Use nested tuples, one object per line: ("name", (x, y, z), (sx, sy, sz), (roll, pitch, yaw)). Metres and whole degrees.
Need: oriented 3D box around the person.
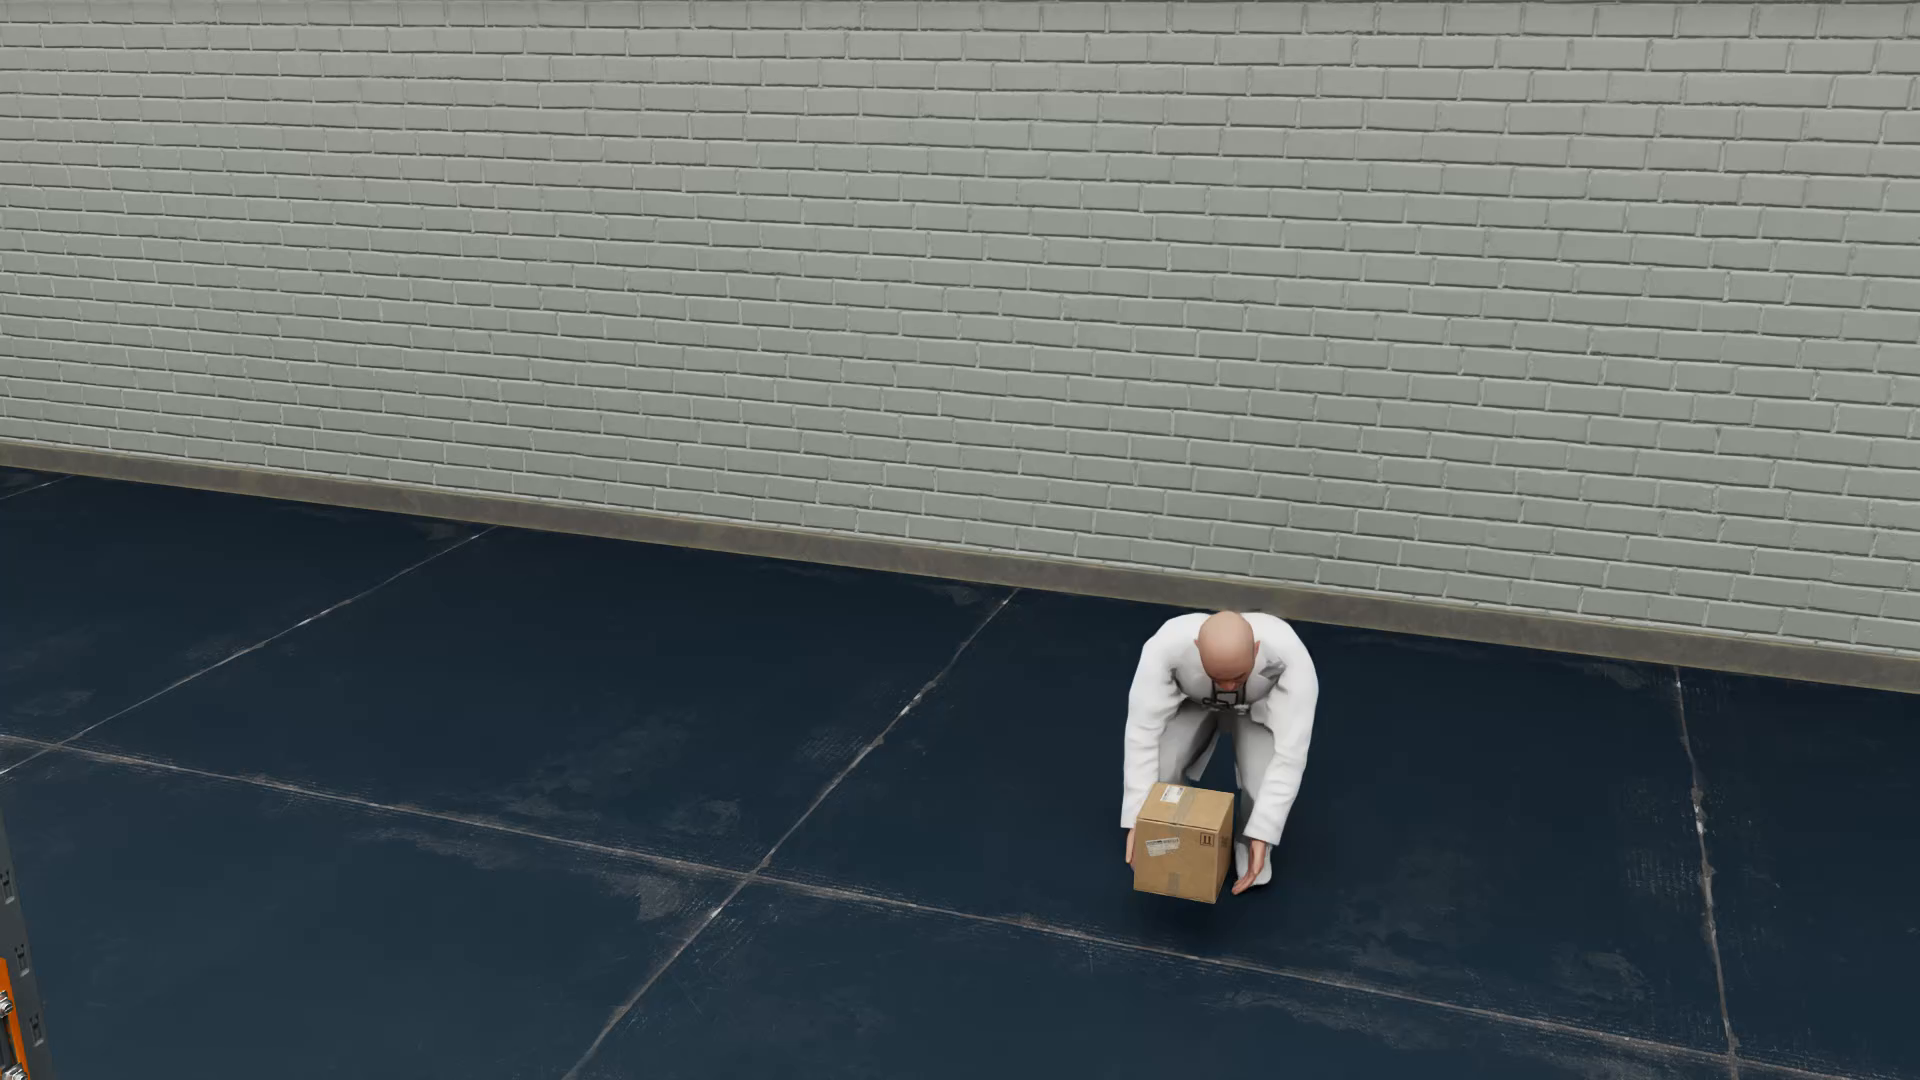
("person", (0.845, 0.625, 5.367), (0.608, 1.046, 0.899), (6, 19, 18))
